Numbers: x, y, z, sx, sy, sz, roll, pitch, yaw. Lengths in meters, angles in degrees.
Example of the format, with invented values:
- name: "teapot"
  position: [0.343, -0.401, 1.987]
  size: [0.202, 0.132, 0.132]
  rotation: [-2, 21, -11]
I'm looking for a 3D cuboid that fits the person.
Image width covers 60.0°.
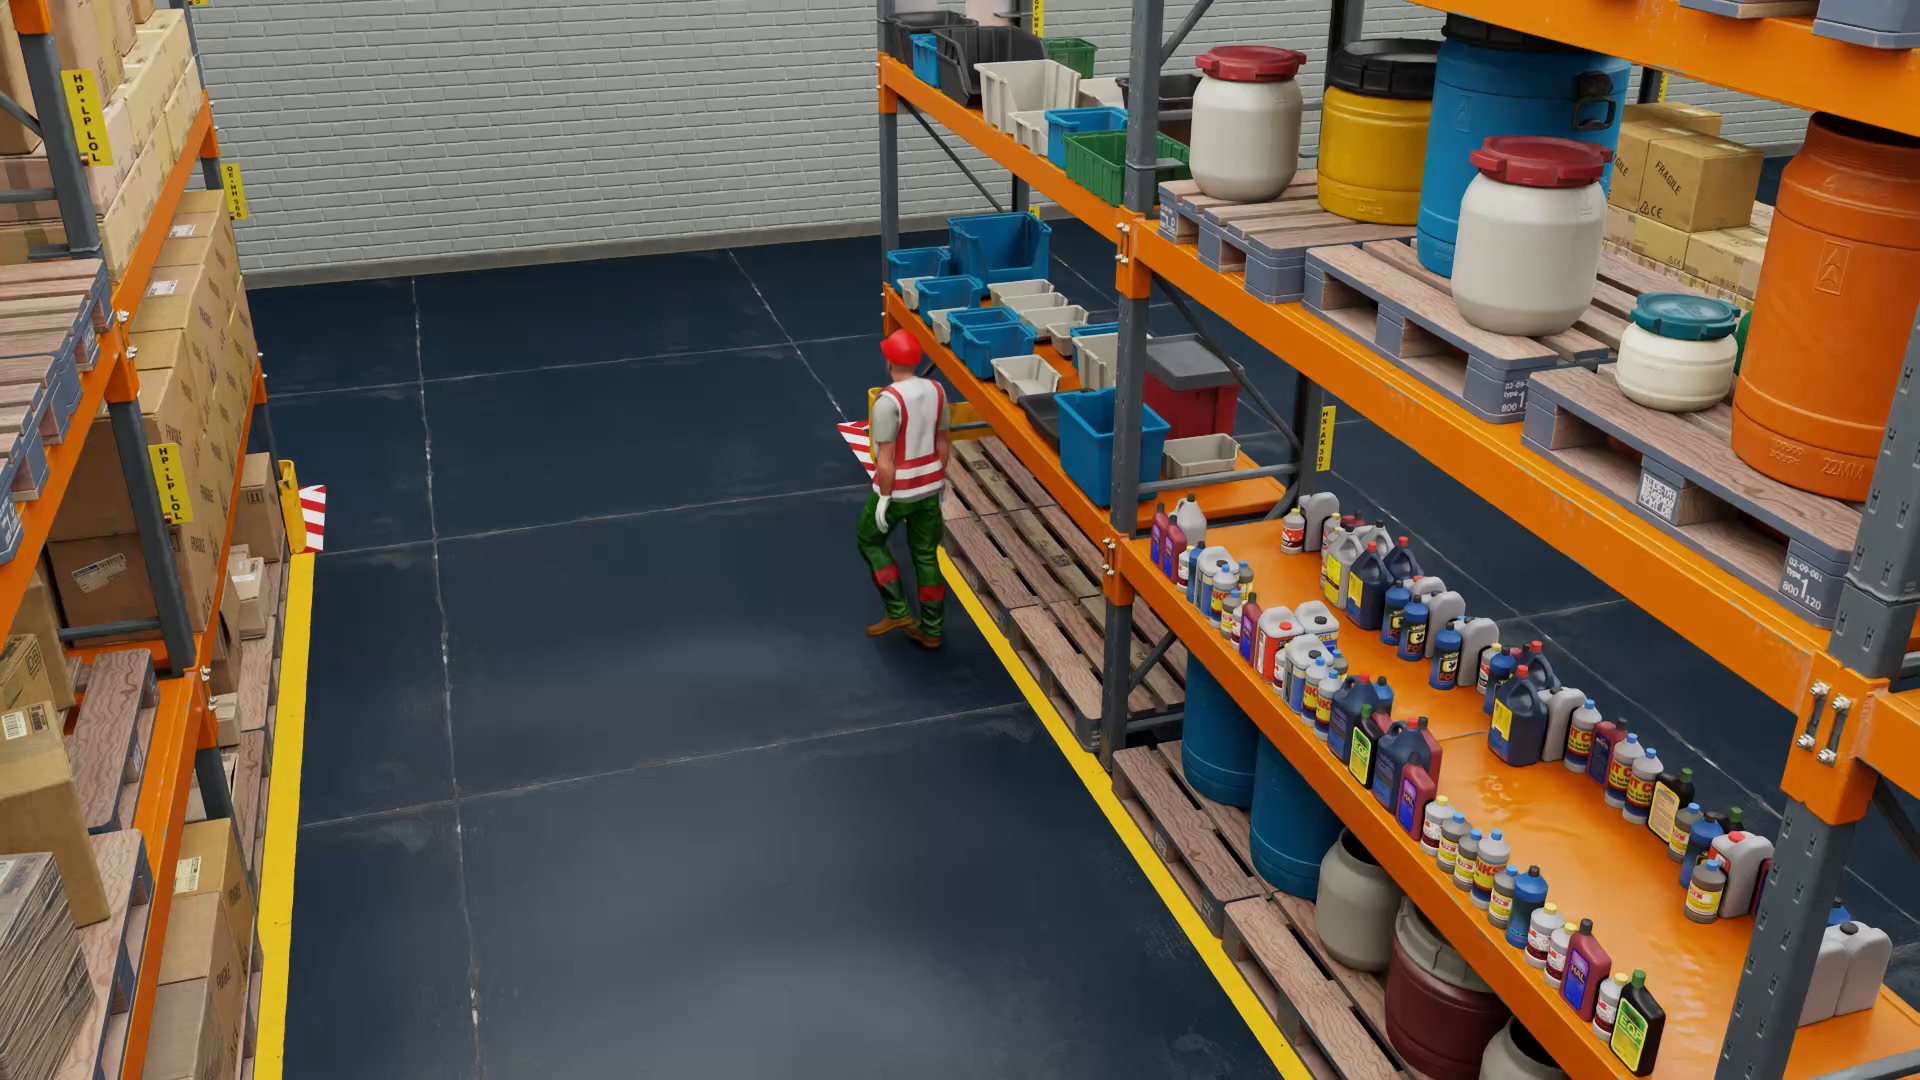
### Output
- name: "person"
  position: [-0.281, -0.274, 9.101]
  size: [0.579, 1.766, 0.518]
  rotation: [-19, 32, -34]
